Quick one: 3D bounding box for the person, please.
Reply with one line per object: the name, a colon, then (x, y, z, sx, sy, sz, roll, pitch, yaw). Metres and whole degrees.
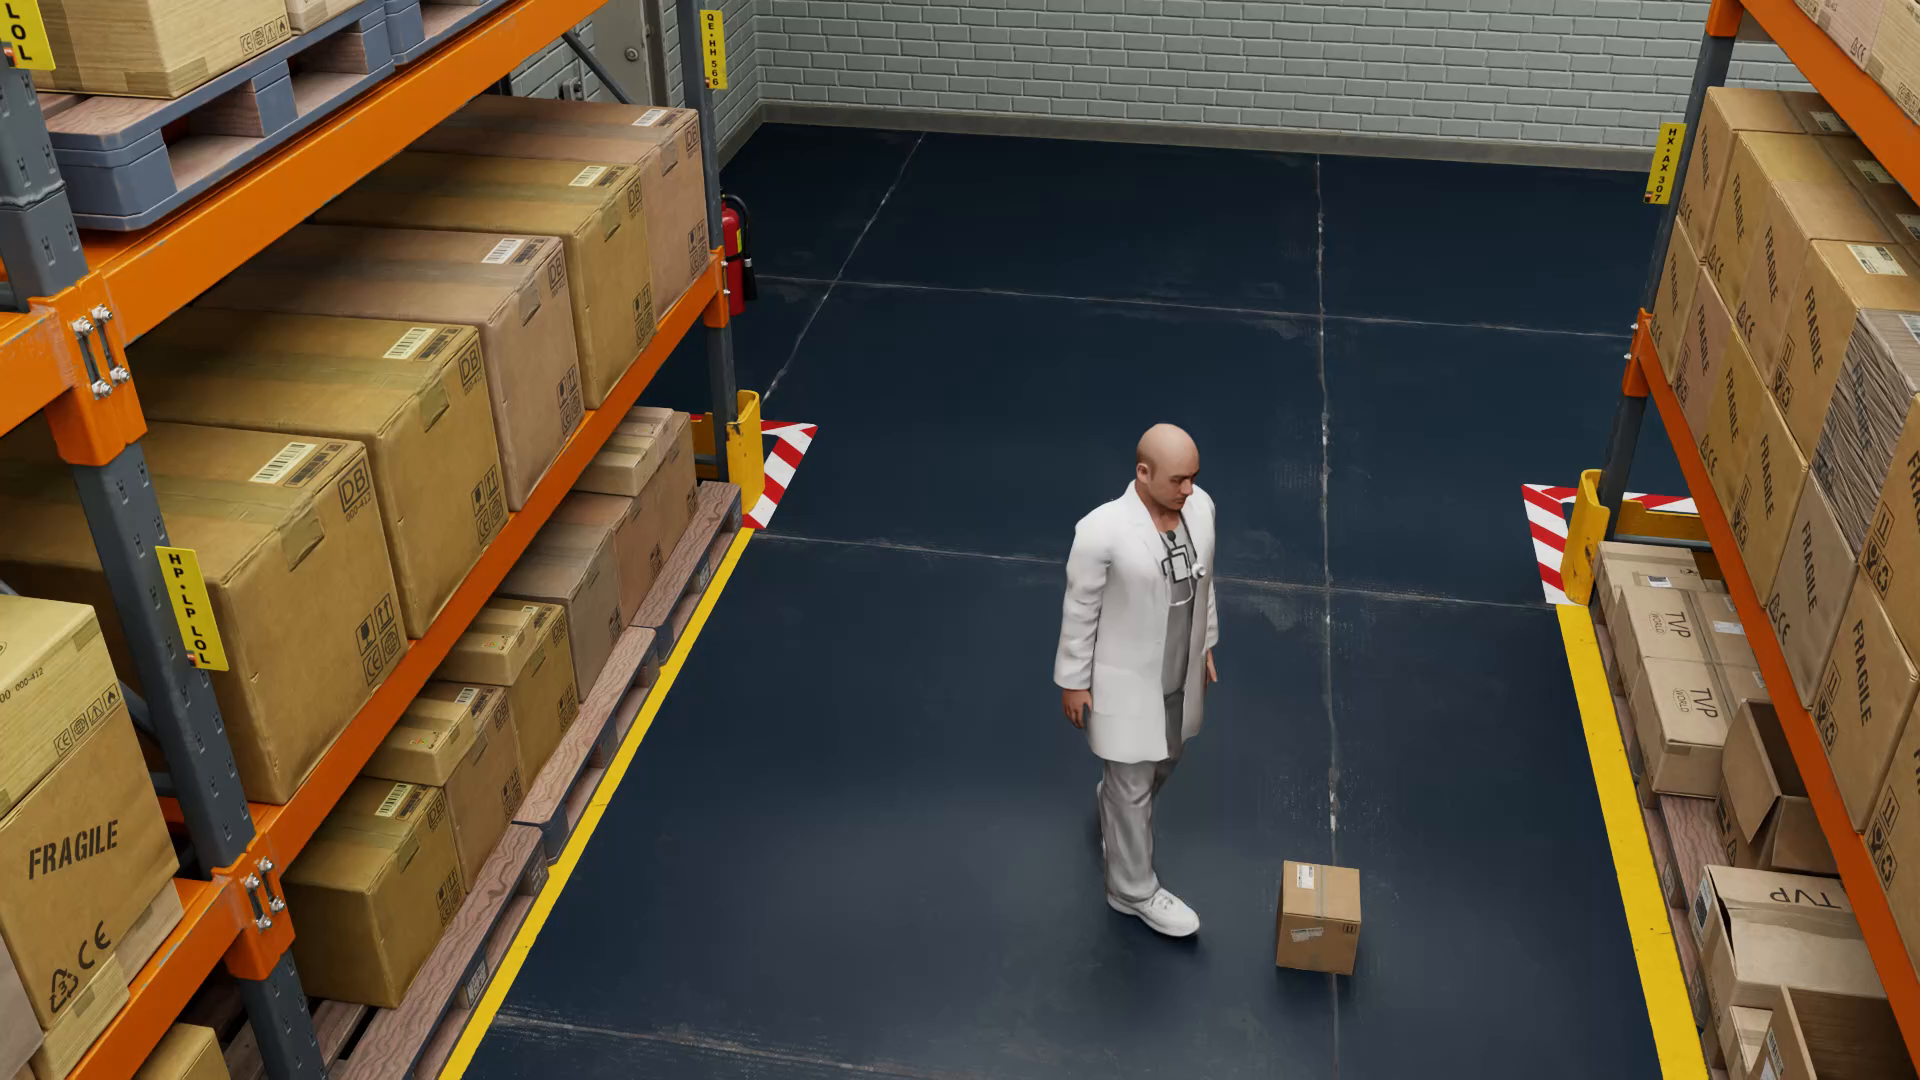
person: (0.631, 0.451, 5.436, 0.621, 1.786, 0.738, -18, 36, -27)
